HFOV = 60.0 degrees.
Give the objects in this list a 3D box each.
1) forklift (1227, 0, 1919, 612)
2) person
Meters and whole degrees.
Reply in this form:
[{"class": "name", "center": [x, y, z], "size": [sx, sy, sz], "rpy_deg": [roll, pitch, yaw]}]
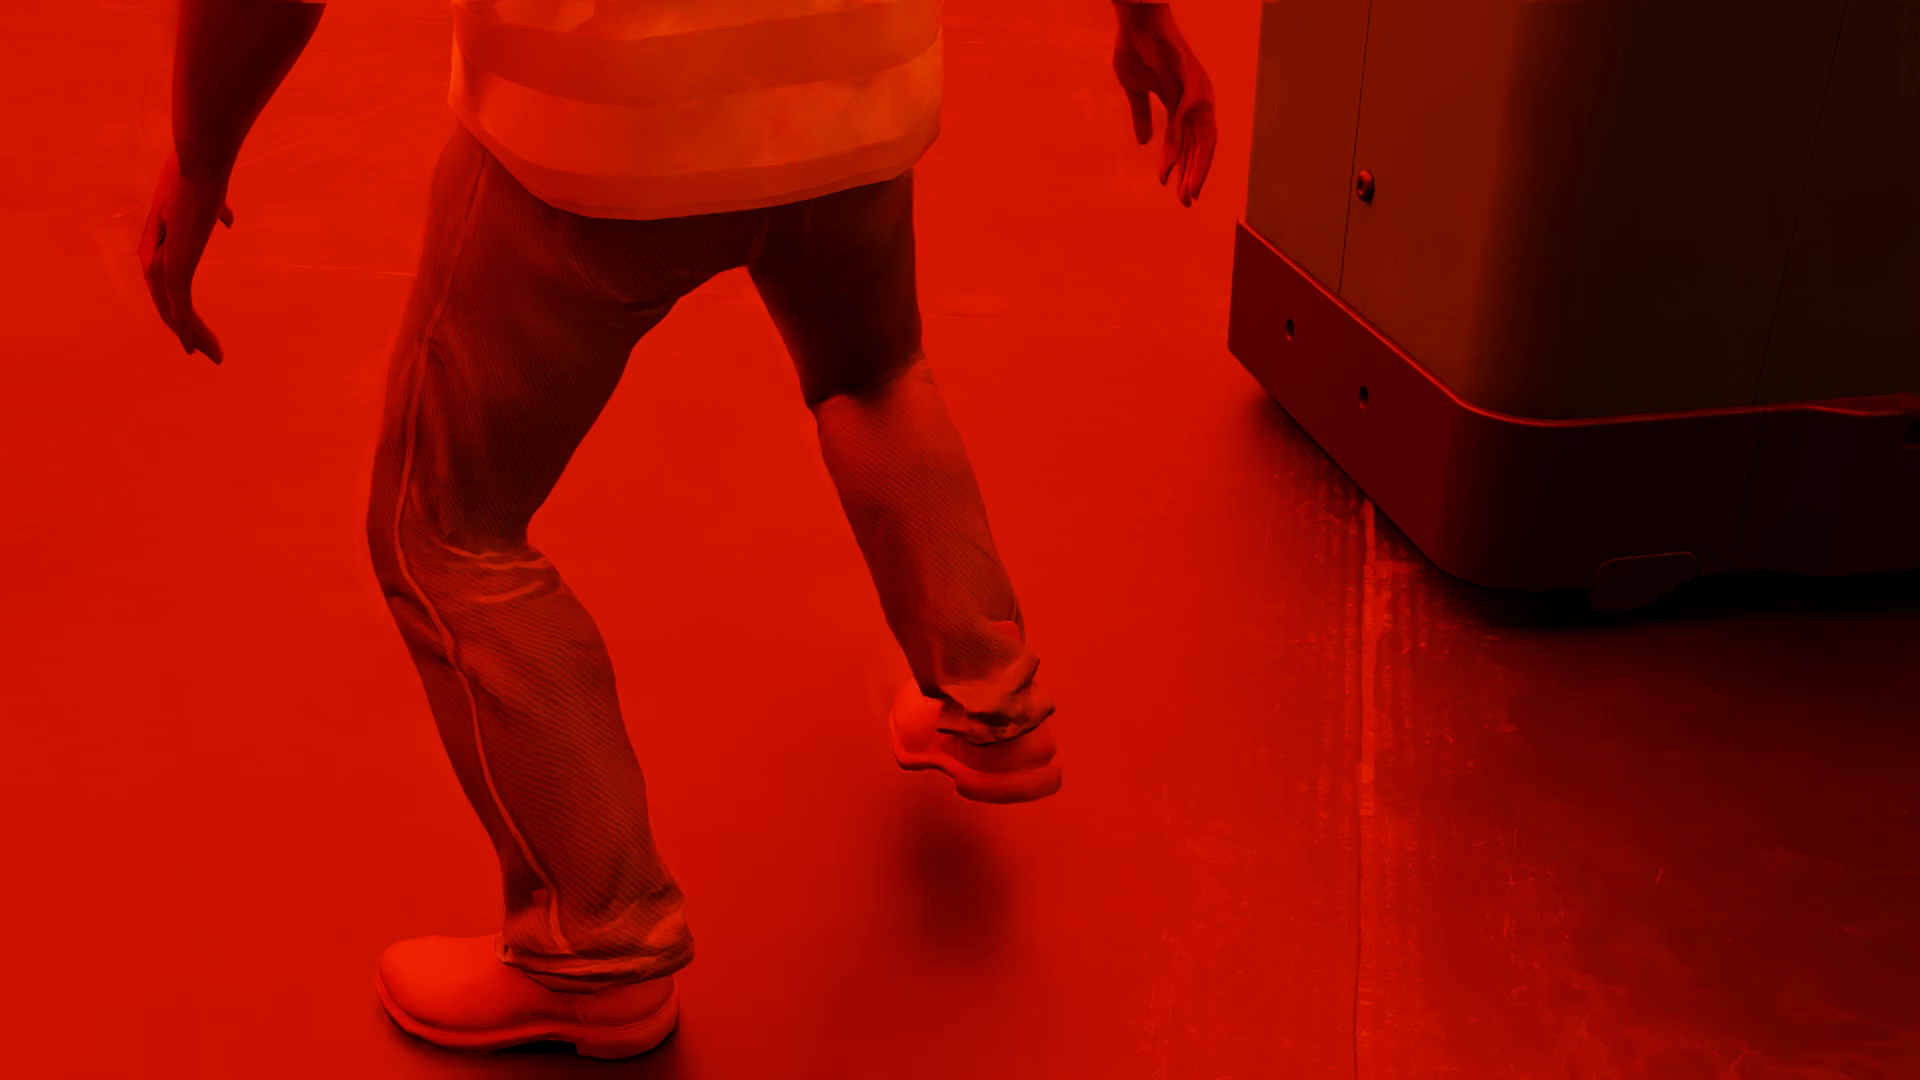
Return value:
[{"class": "forklift", "center": [2.056, -1.526, 2.271], "size": [3.031, 2.935, 1.130], "rpy_deg": [-5, 27, -10]}, {"class": "person", "center": [-0.222, -0.406, 1.463], "size": [0.954, 1.672, 0.507], "rpy_deg": [-13, 30, -24]}]
